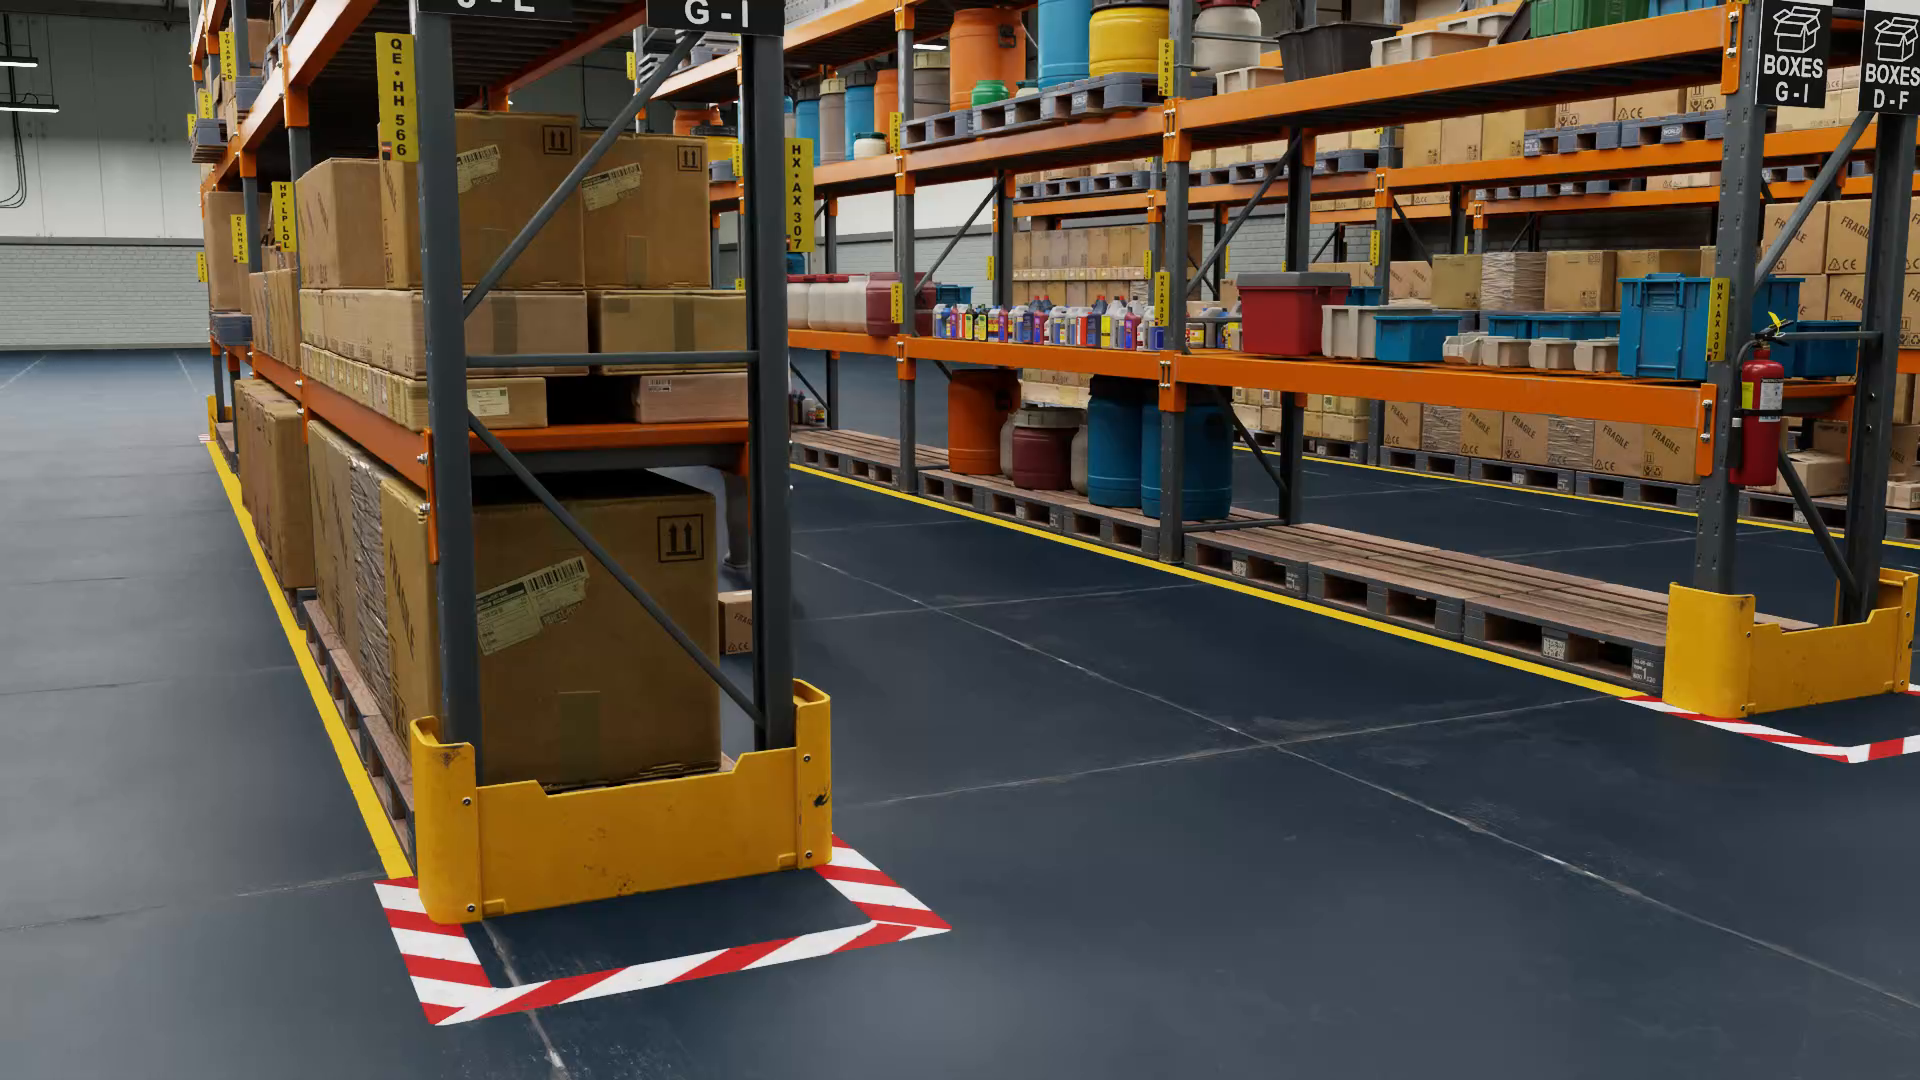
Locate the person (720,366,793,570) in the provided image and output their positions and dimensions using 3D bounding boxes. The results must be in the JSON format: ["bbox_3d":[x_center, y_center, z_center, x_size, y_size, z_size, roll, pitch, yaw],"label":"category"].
[{"bbox_3d":[-1.196,-0.603,9.703,0.465,1.639,0.978,-2,9,-14],"label":"person"}]
